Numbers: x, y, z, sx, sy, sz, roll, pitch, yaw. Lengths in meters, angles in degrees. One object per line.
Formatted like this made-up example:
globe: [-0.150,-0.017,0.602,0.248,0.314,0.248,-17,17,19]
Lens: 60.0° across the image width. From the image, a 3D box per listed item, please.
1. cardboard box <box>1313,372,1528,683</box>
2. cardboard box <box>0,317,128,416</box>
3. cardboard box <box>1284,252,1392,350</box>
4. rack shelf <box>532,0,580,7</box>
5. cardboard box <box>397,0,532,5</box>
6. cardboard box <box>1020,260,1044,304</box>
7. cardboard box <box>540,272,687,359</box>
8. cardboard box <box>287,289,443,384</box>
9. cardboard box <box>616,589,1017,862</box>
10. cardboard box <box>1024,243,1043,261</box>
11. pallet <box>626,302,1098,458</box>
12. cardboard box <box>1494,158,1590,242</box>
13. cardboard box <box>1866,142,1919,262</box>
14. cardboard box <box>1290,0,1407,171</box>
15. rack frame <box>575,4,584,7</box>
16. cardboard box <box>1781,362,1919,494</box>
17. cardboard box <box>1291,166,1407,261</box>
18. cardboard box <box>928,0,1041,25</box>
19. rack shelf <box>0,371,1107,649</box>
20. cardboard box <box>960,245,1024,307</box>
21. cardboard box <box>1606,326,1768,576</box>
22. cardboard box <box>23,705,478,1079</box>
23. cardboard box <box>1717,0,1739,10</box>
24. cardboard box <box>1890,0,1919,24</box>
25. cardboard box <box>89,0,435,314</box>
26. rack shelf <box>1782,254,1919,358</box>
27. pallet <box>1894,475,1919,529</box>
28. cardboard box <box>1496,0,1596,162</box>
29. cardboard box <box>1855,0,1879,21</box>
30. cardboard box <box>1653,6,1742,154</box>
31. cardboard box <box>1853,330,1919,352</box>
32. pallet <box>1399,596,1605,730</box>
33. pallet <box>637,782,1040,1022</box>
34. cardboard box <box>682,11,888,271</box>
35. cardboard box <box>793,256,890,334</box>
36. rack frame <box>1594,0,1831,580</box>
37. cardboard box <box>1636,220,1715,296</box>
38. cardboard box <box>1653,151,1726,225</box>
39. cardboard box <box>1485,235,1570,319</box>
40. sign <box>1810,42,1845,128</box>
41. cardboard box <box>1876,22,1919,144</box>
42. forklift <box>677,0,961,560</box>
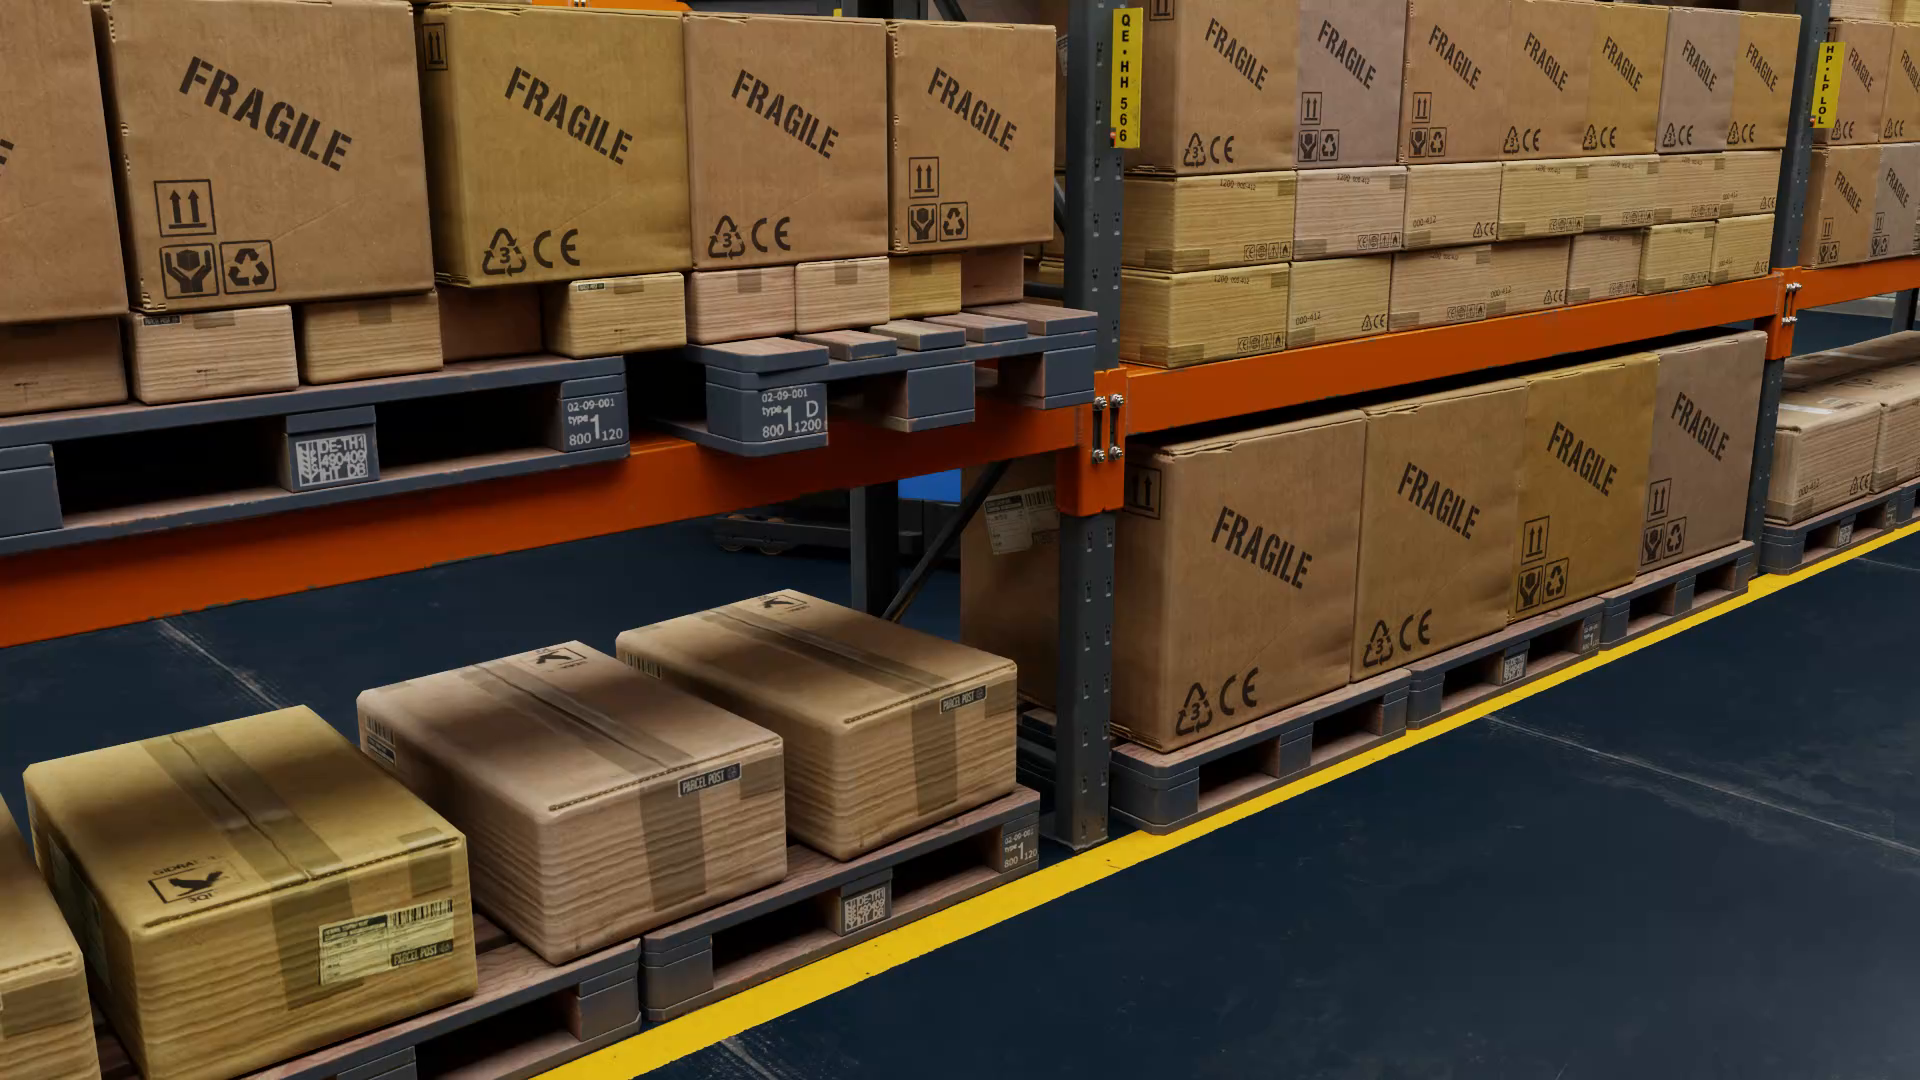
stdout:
cardboard box: [1.288,-0.126,5.712,0.875,0.875,0.875,-12,19,-39]
cardboard box: [-1.590,-0.315,2.789,0.250,0.149,0.380,-12,19,-39]
cardboard box: [0.947,-0.750,5.036,0.500,0.250,0.500,-13,20,-41]
rack shelf: [-4.960,-4.068,12.748,4.000,0.370,1.077,-13,19,-39]
cardboard box: [-1.012,-1.074,3.119,0.250,0.149,0.380,-14,20,-42]
cardboard box: [0.248,-0.762,5.081,0.500,0.250,0.500,-14,20,-41]
cardboard box: [-0.765,-0.477,3.397,0.250,0.149,0.380,-12,19,-38]
cardboard box: [-1.173,-0.401,3.110,0.250,0.149,0.380,-13,20,-41]
cardboard box: [-0.396,0.462,4.485,0.625,0.372,0.950,-14,21,-43]
cardboard box: [0.235,-0.999,4.999,0.500,0.250,0.500,-13,20,-40]
pallet: [-0.431,-0.464,4.047,1.003,0.211,1.213,-13,19,-39]
cardboard box: [1.747,-1.158,5.594,0.500,0.250,0.500,-12,19,-38]
cardboard box: [3.962,-1.537,7.498,0.500,0.500,0.500,-12,19,-39]
cardboard box: [0.937,-1.351,4.866,0.500,0.500,0.500,-13,19,-39]
rack frame: [-3.451,-3.305,14.311,0.127,3.000,1.000,-13,19,-39]
cardboard box: [4.273,-0.578,8.253,0.875,0.438,0.875,-13,20,-41]
cardboard box: [0.972,-0.992,4.975,0.500,0.250,0.500,-12,19,-38]
cardboard box: [0.255,-1.368,4.928,0.500,0.500,0.500,-13,20,-41]
rack shelf: [-1.472,-0.012,3.376,4.000,0.370,1.077,-13,19,-39]
cardboard box: [-0.056,-0.678,4.150,0.250,0.149,0.380,-12,19,-37]
cardboard box: [2.639,-0.432,6.857,0.875,0.875,0.875,-12,19,-38]
cardboard box: [-1.523,0.716,3.535,0.625,0.372,0.950,-12,19,-38]
cardboard box: [3.348,-2.358,7.378,0.250,0.149,0.380,-12,19,-38]
cardboard box: [4.038,-2.352,7.354,0.250,0.149,0.380,-13,20,-40]
cardboard box: [-1.299,-0.694,2.953,0.500,0.500,0.500,-14,20,-42]
rack shelf: [4.563,-1.367,8.450,4.000,0.370,1.077,-13,19,-39]
pallet: [4.600,-0.350,8.651,1.213,0.211,1.003,-13,19,-39]
cardboard box: [1.720,-1.521,5.500,0.500,0.500,0.500,-12,19,-38]
cardboard box: [3.645,-2.270,7.048,0.250,0.149,0.380,-12,19,-39]
cardboard box: [2.496,-1.694,6.147,0.500,0.500,0.500,-12,19,-38]
cardboard box: [5.639,-0.887,9.410,0.875,0.438,0.875,-14,20,-41]
pallet: [1.601,0.324,6.126,1.213,0.211,1.003,-13,19,-39]
pallet: [-0.554,0.781,4.417,1.213,0.211,1.003,-13,19,-39]
cardboard box: [-0.507,-0.872,3.619,0.500,0.500,0.500,-13,20,-40]
cardboard box: [-0.372,-0.568,3.735,0.250,0.149,0.380,-13,20,-40]
rack frame: [3.054,-1.376,7.088,0.127,3.000,1.000,-13,19,-39]
cardboard box: [2.496,-1.092,6.317,0.500,0.250,0.500,-13,20,-40]
cardboard box: [2.509,-1.337,6.264,0.500,0.250,0.500,-12,19,-38]
cardboard box: [1.716,-0.922,5.680,0.500,0.250,0.500,-13,19,-39]
sign: [3.418,-1.793,6.560,0.005,0.325,0.100,-13,19,-39]
cardboard box: [3.957,-2.025,7.388,0.500,0.500,0.500,-13,20,-40]
forklift: [-0.595,-1.470,7.573,3.031,2.935,1.130,5,16,19]
